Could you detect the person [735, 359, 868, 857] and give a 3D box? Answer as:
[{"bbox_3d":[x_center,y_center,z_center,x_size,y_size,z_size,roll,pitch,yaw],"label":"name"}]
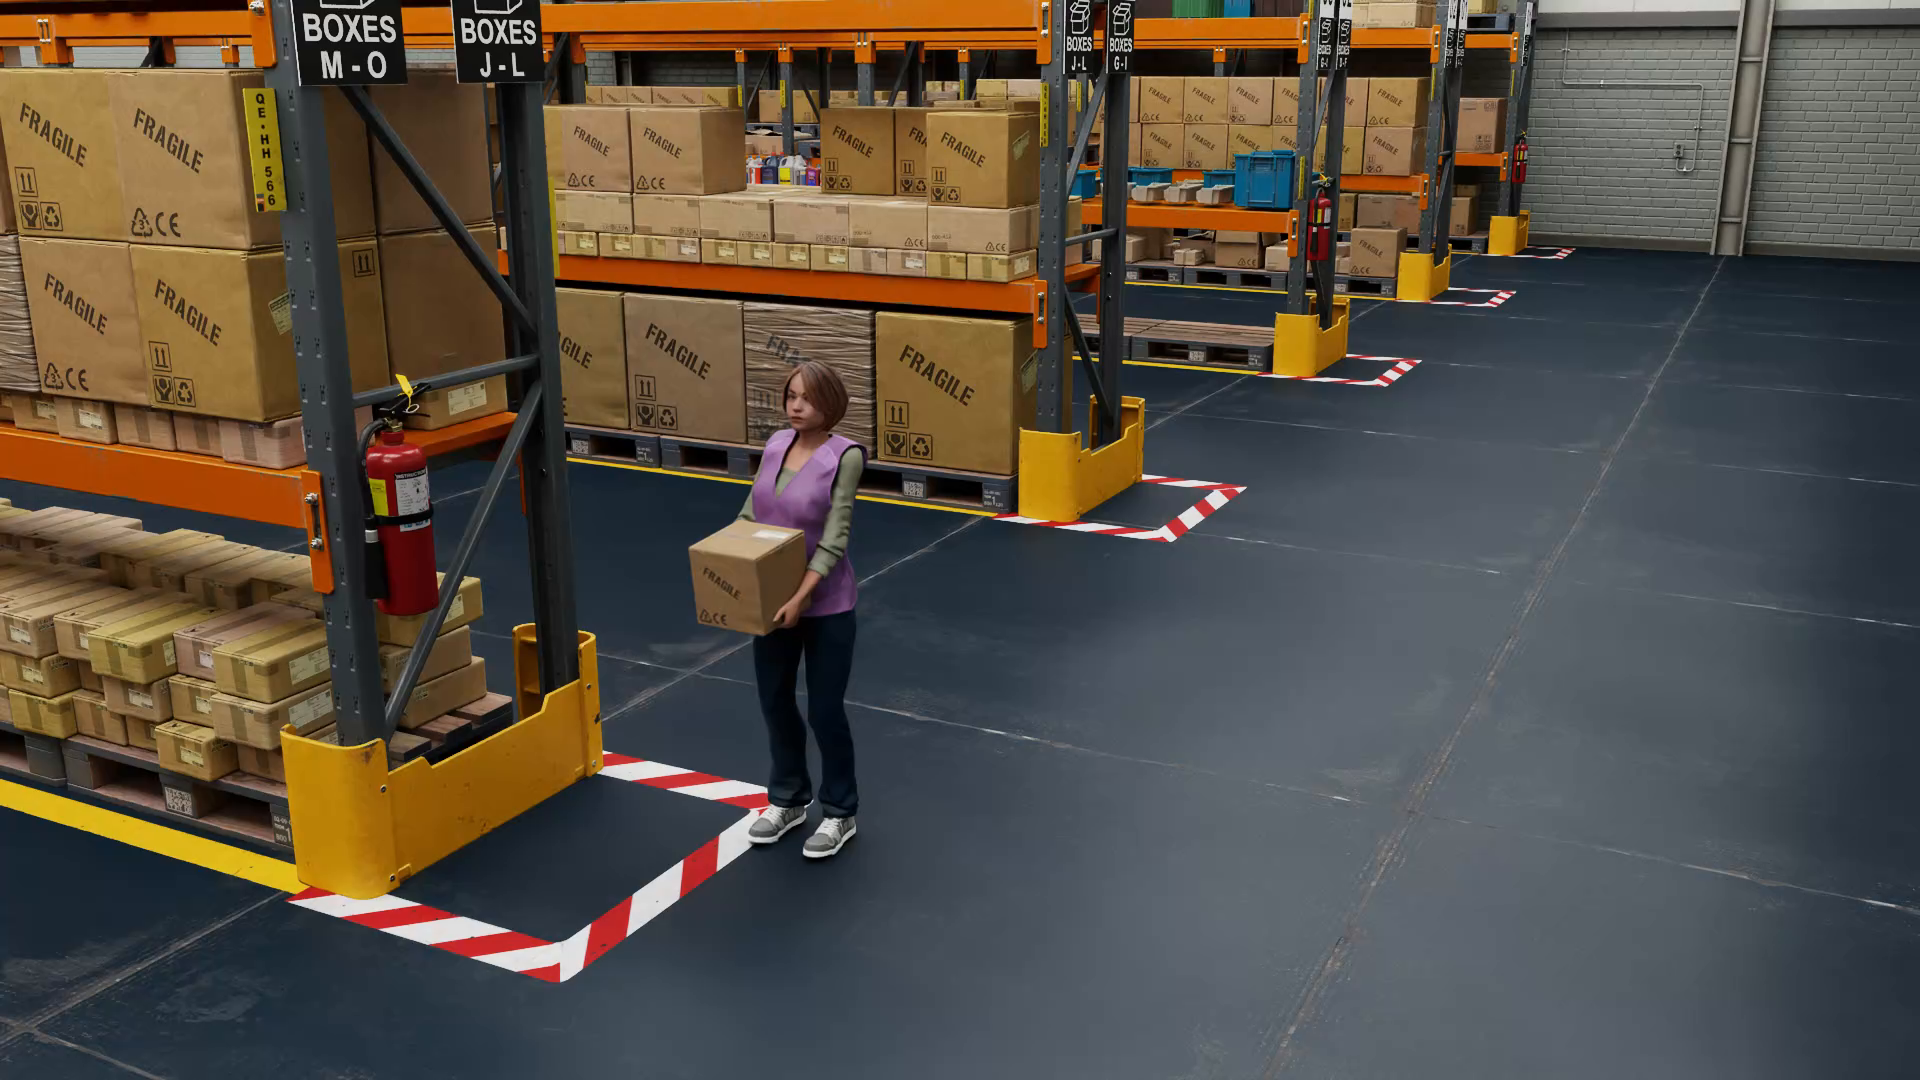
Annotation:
[{"bbox_3d":[-0.535,0.239,5.228,0.406,1.588,0.500,9,18,29],"label":"person"}]
